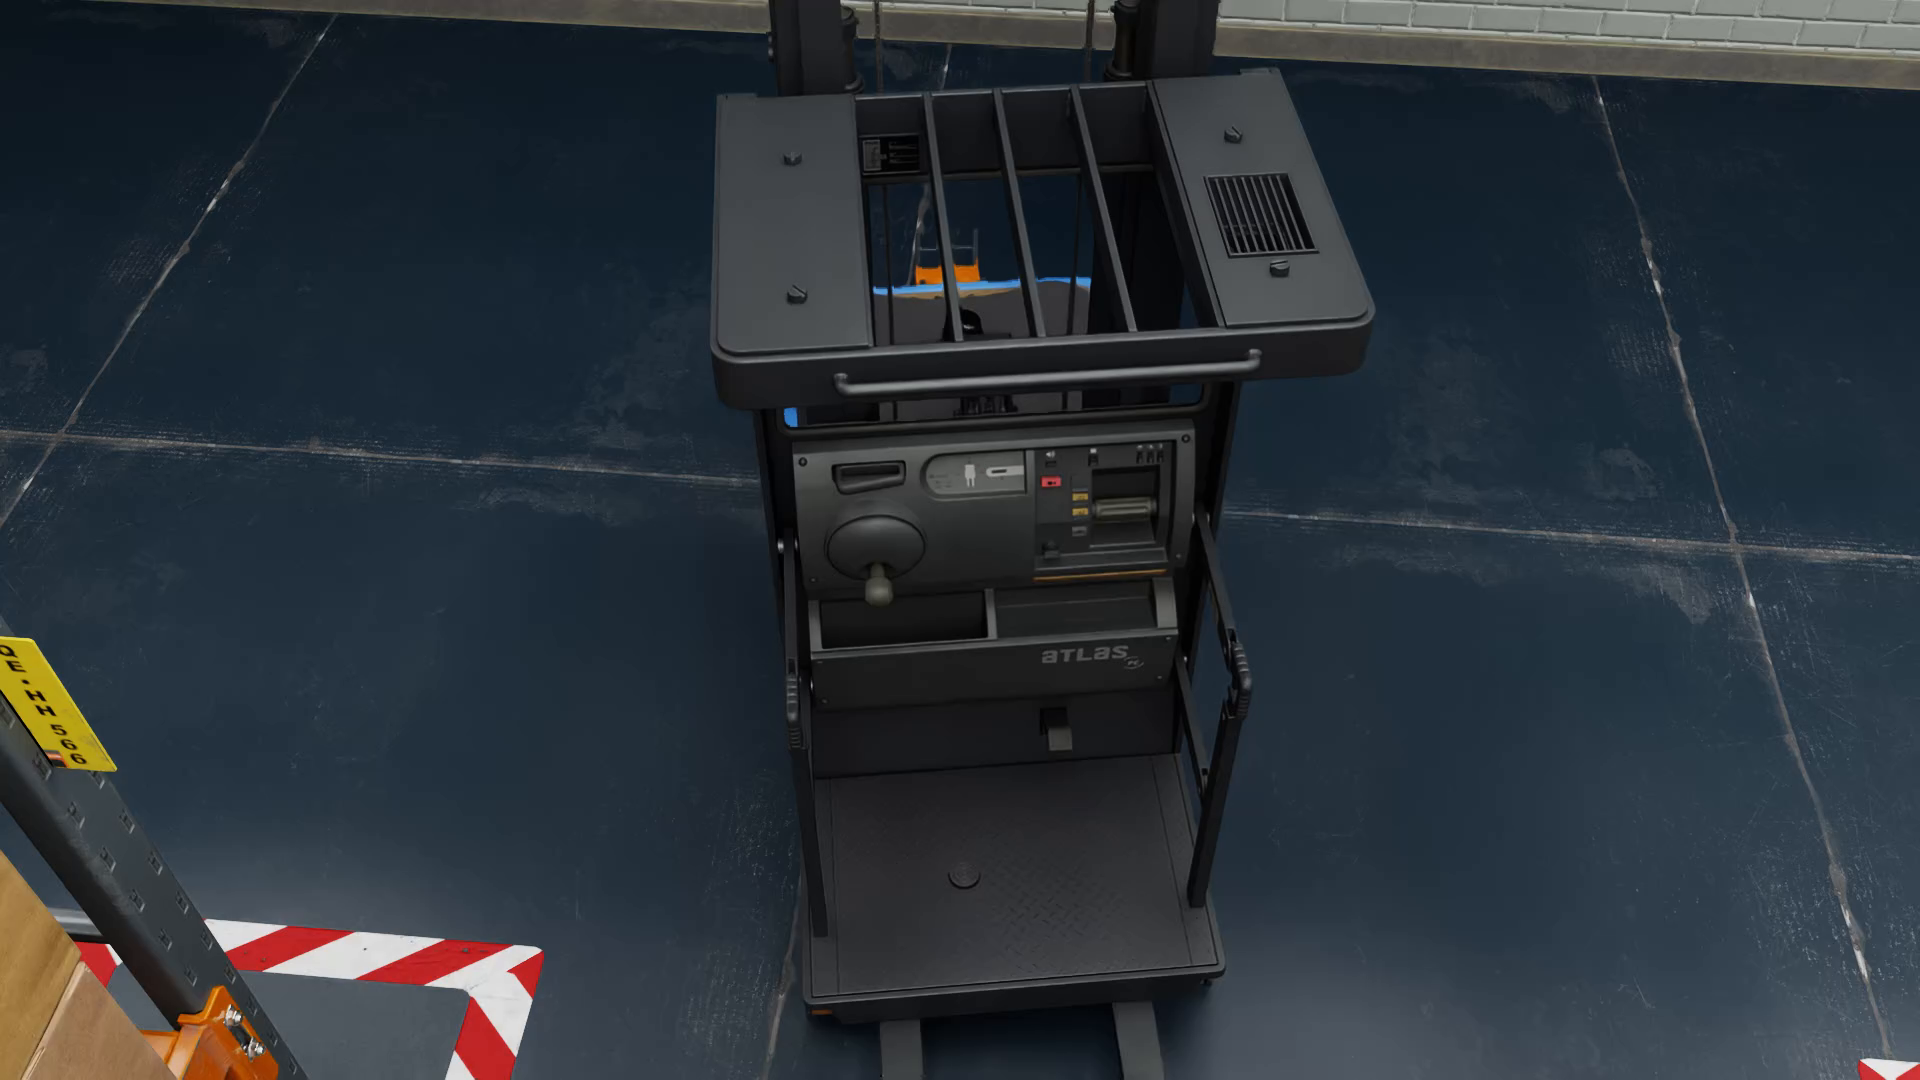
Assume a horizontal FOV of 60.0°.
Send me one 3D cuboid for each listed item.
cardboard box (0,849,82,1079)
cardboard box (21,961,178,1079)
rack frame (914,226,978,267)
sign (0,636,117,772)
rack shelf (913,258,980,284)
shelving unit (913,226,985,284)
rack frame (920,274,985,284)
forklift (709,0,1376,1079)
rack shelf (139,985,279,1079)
[{"bbox_3d":[-1.689,0.669,2.360,0.500,0.500,0.500,3,48,3],"label":"cardboard box"},{"bbox_3d":[-1.692,1.008,2.727,0.500,0.500,0.500,5,48,5],"label":"cardboard box"},{"bbox_3d":[-0.044,-0.625,5.610,0.200,1.050,0.008,-4,48,-3],"label":"rack frame"},{"bbox_3d":[-1.371,0.249,2.491,0.100,0.325,0.005,4,48,4],"label":"sign"},{"bbox_3d":[-0.034,-0.720,5.327,0.215,0.259,0.240,-4,48,-3],"label":"rack shelf"},{"bbox_3d":[-0.034,-0.536,5.528,0.215,1.050,0.252,-4,48,-3],"label":"shelving unit"},{"bbox_3d":[-0.023,-0.446,5.446,0.200,1.050,0.008,-4,48,-3],"label":"rack frame"},{"bbox_3d":[0.104,0.039,3.728,1.130,2.935,3.031,-4,48,-3],"label":"forklift"},{"bbox_3d":[-2.104,2.407,2.003,1.077,0.370,4.000,4,48,4],"label":"rack shelf"}]
